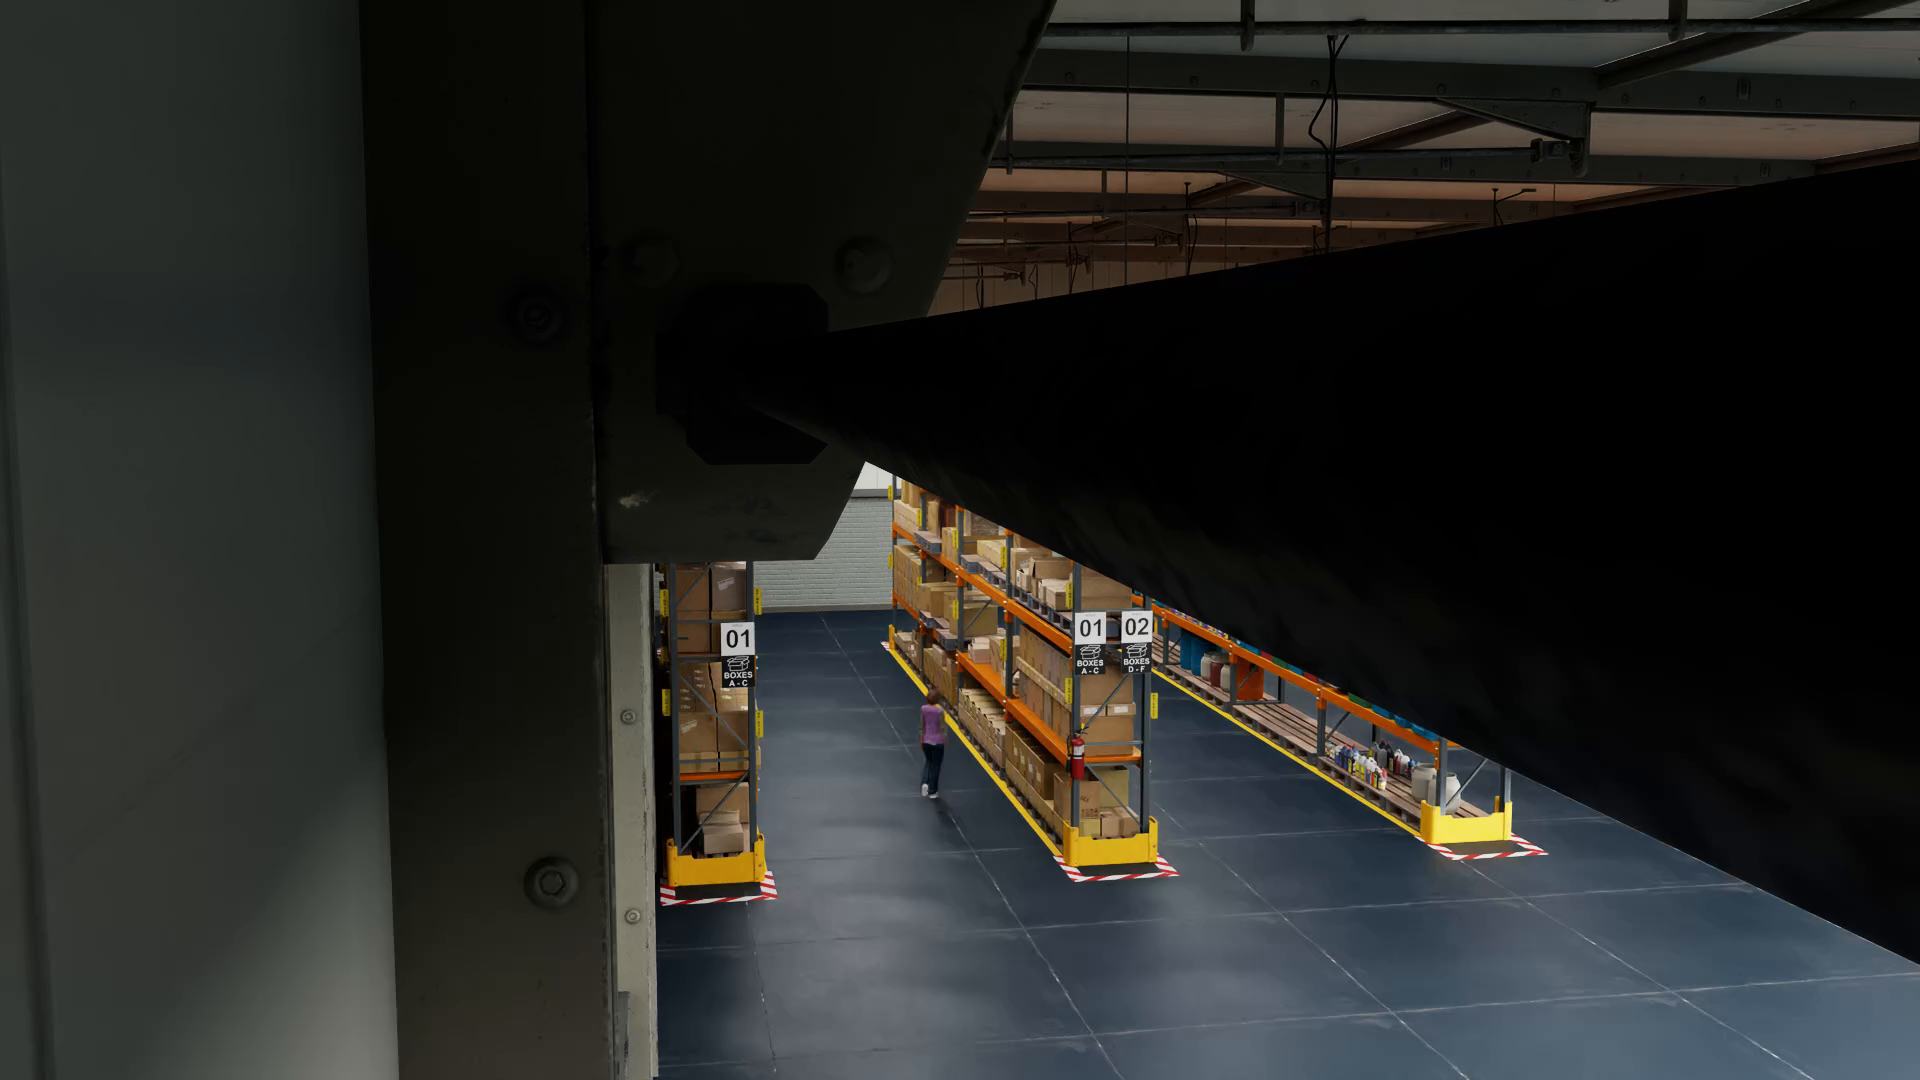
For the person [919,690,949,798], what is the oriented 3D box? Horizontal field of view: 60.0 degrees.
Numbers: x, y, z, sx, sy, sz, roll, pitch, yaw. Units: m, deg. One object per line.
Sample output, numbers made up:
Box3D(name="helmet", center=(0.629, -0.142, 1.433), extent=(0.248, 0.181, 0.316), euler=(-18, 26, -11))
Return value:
Box3D(name="person", center=(-0.369, 2.930, 24.018), extent=(0.431, 1.592, 0.390), euler=(3, 7, 23))
